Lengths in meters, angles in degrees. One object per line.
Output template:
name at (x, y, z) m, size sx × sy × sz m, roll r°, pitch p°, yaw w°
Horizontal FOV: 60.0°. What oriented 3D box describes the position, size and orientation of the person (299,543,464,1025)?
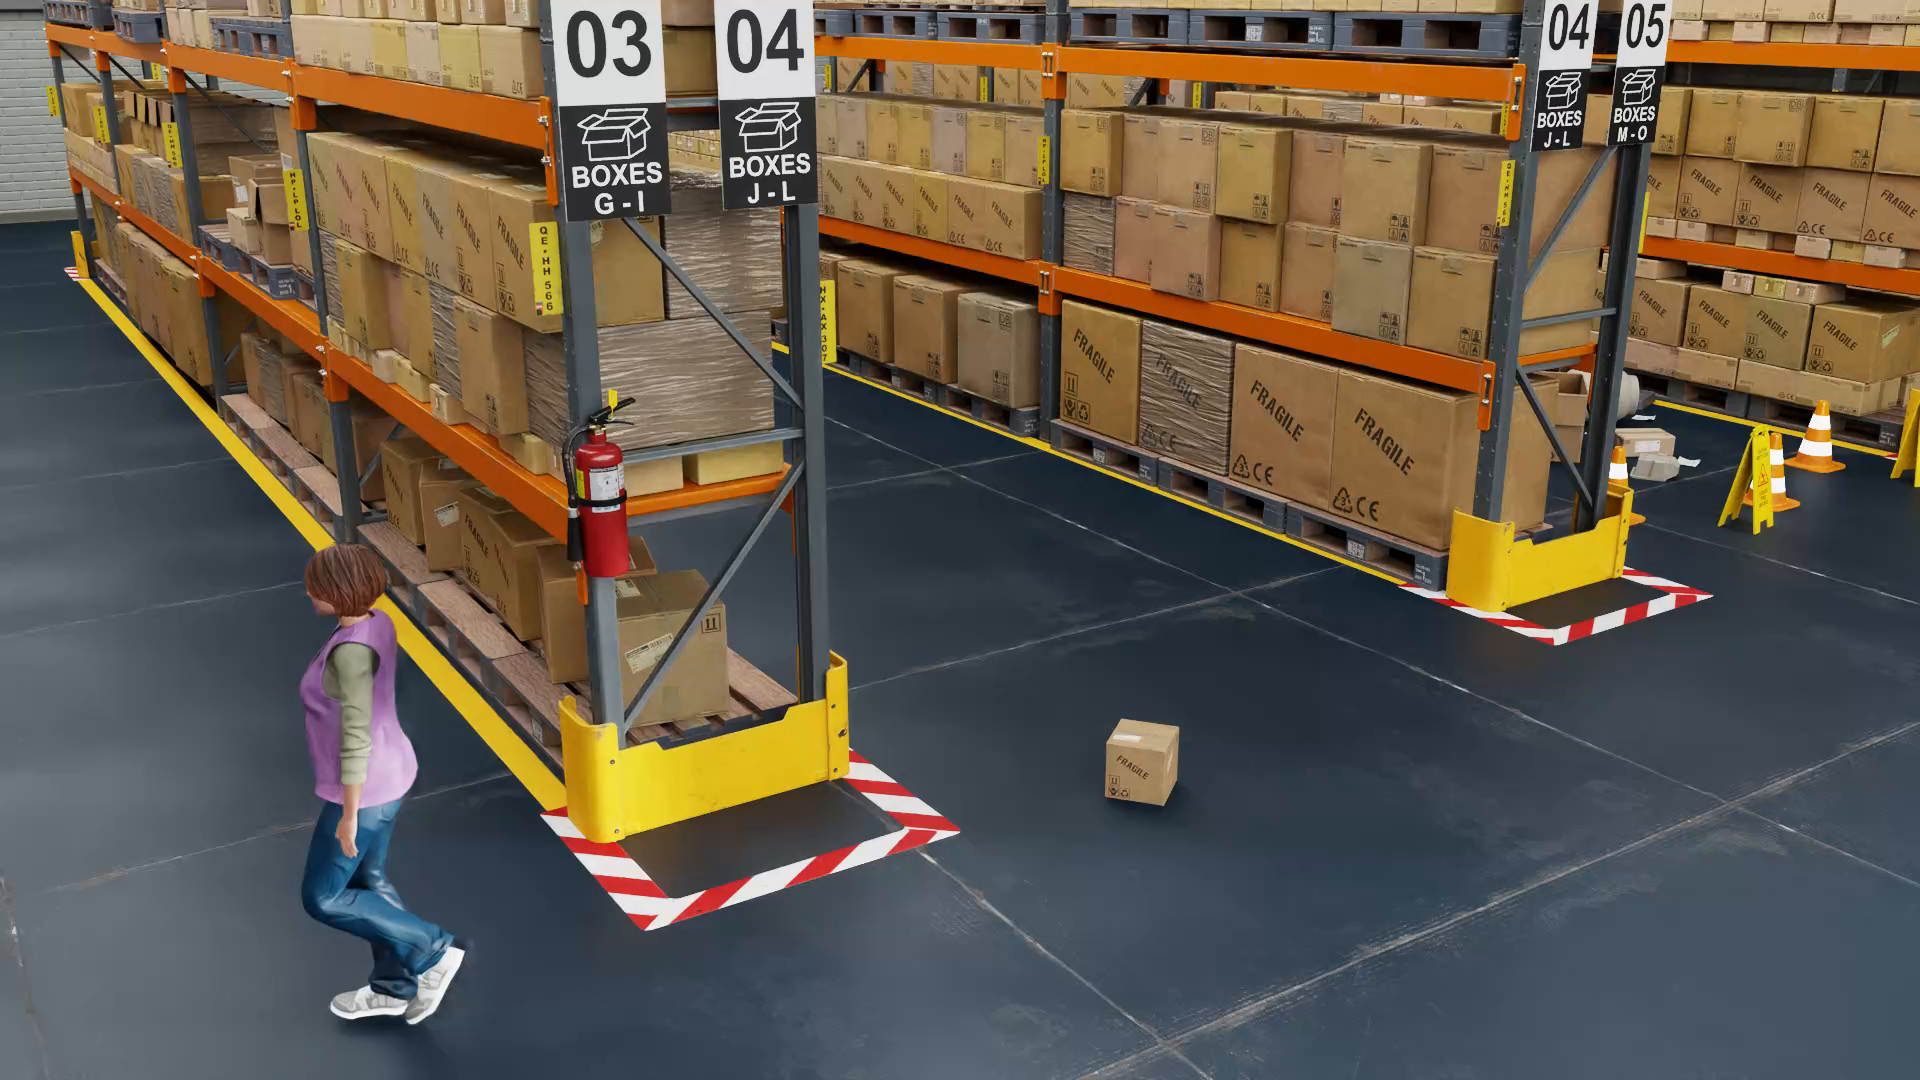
person at (-1.812, 0.772, 5.169) m, size 0.457 × 1.588 × 0.464 m, roll -2°, pitch 18°, yaw -6°
